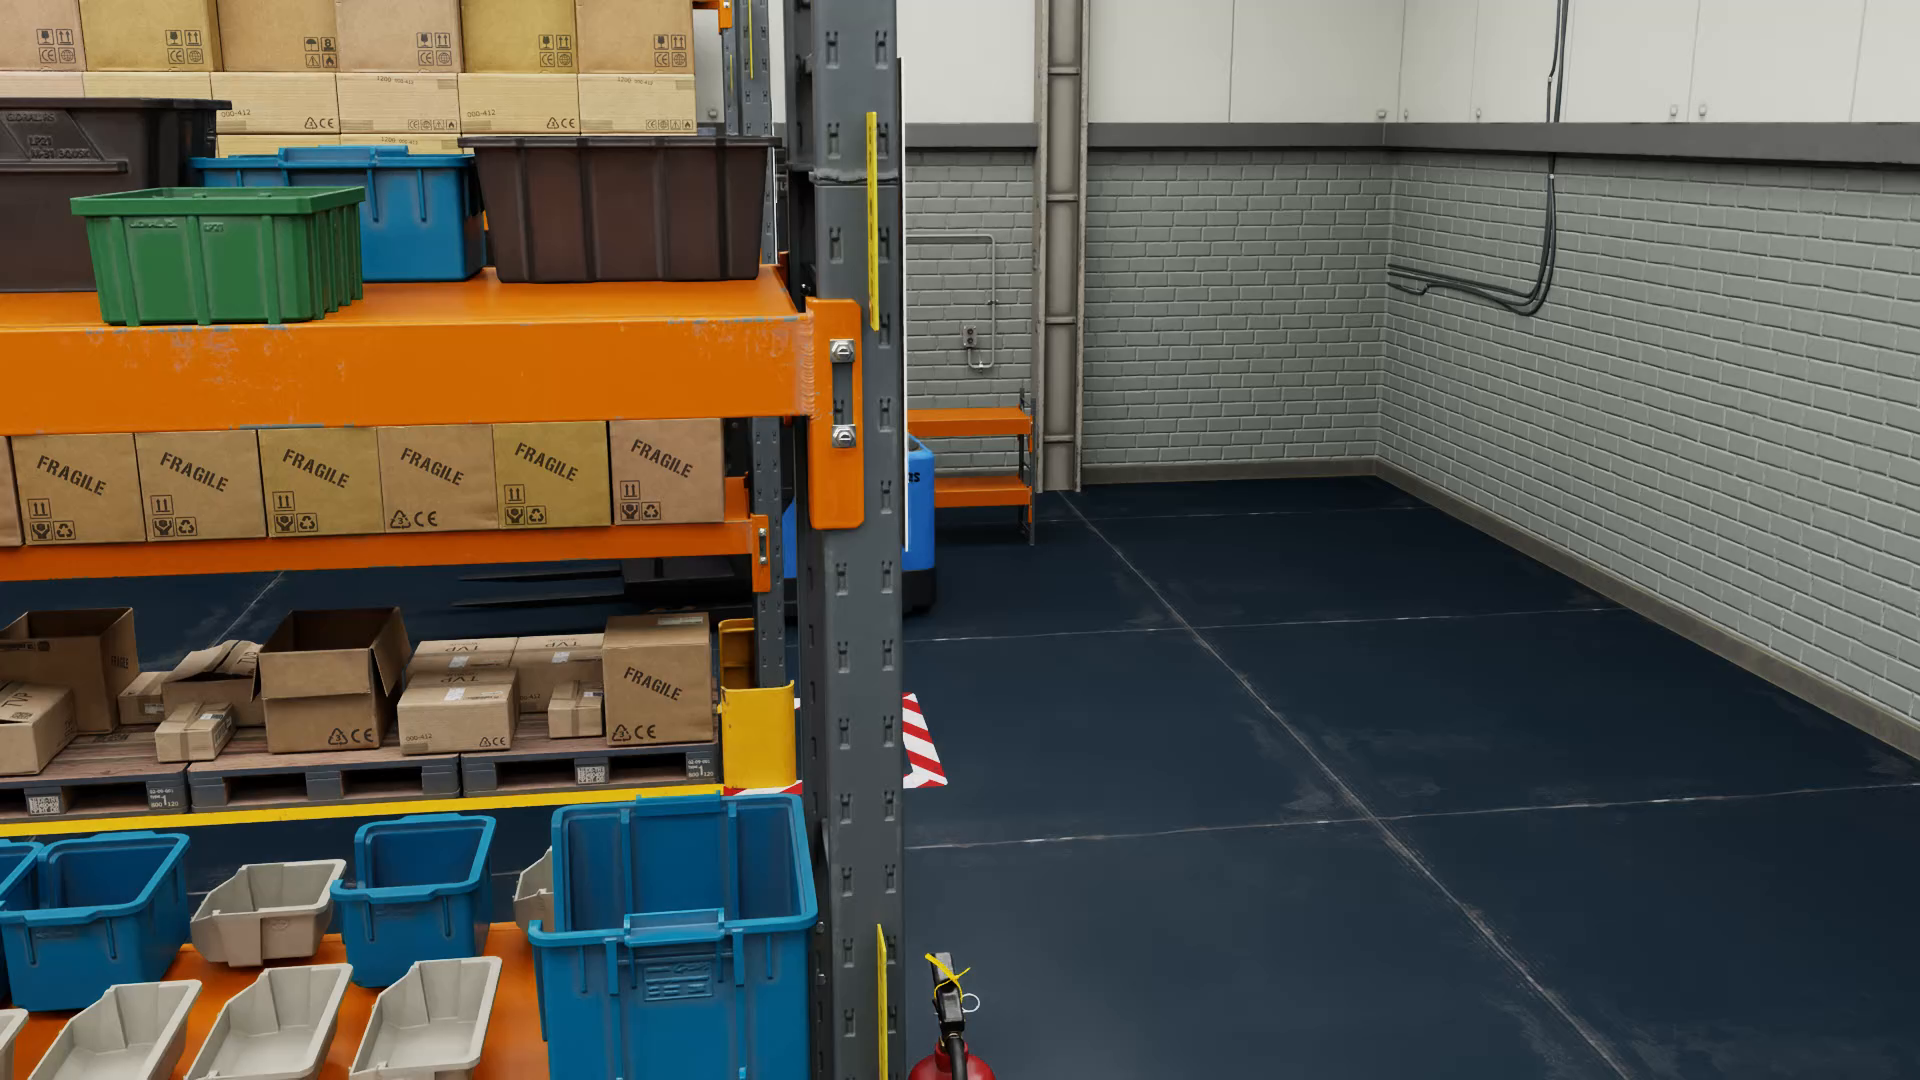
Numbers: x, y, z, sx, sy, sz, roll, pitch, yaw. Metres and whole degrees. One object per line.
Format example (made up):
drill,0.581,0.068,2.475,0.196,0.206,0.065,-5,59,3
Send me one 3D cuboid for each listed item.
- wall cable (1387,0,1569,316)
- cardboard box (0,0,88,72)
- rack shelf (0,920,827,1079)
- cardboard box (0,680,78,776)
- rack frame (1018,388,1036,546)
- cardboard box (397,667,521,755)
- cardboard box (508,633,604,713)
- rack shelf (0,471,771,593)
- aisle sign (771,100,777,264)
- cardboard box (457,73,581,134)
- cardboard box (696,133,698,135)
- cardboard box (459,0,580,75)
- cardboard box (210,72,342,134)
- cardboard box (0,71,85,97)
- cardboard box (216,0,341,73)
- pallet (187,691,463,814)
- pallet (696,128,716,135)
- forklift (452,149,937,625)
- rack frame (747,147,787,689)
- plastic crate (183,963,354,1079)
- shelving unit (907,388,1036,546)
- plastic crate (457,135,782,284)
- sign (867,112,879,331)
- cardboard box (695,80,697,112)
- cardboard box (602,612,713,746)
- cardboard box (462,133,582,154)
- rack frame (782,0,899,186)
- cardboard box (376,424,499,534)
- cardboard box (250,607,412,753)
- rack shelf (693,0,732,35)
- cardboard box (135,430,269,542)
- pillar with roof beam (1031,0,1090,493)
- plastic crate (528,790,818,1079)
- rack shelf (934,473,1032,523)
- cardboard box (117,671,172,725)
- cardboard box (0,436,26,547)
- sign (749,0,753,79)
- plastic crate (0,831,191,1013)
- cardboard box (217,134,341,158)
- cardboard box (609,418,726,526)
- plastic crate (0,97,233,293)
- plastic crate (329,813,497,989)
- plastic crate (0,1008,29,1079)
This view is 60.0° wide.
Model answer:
wall cable,3.938,-3.122,13.055,0.112,2.526,3.097,-2,14,-8
cardboard box,-3.931,-2.262,7.148,0.500,0.500,0.700,-2,14,-8
rack shelf,-2.210,1.205,3.229,4.000,0.370,1.077,-2,14,-8
cardboard box,-4.474,0.865,7.730,0.500,0.311,0.500,-2,14,-8
rack frame,0.509,-0.564,12.659,0.032,1.125,0.500,-2,14,-8
cardboard box,-2.411,0.819,8.039,0.500,0.250,0.500,-2,14,-8
cardboard box,-2.041,0.682,8.584,0.500,0.250,0.500,-2,14,-8
rack shelf,-2.944,0.014,7.980,4.000,0.370,1.077,-2,14,-8
aisle sign,-0.853,-1.598,7.581,0.004,0.787,0.394,-2,14,-8
cardboard box,-1.931,-1.934,7.383,0.500,0.250,0.500,-2,14,-8
cardboard box,-1.512,-1.833,8.005,0.500,0.250,0.500,-2,14,-8
cardboard box,-1.979,-2.376,7.602,0.500,0.500,0.700,-2,14,-8
cardboard box,-2.919,-1.897,7.236,0.500,0.250,0.500,-2,14,-8
cardboard box,-3.910,-1.864,7.102,0.500,0.250,0.500,-2,14,-8
cardboard box,-2.966,-2.336,7.444,0.500,0.500,0.700,-2,14,-8
pallet,-3.033,1.020,8.221,1.213,0.211,1.003,-2,14,-8
pallet,-2.440,-2.982,12.461,1.213,0.211,1.003,-2,14,-8
forklift,-1.724,-0.971,10.568,3.031,2.935,1.130,-3,14,-13
rack frame,-0.966,-0.408,8.182,0.127,3.000,1.000,-2,14,-8
plastic crate,-1.300,0.963,3.135,0.243,0.136,0.396,-2,14,-8
shelving unit,0.007,-0.546,12.586,1.048,1.125,0.538,-2,14,-8
plastic crate,-0.654,-0.661,3.293,0.590,0.269,0.497,-2,14,-8
sign,-0.134,-0.489,2.553,0.005,0.325,0.100,-2,14,-8
cardboard box,-1.513,-2.076,7.950,0.500,0.250,0.500,-2,14,-8
cardboard box,-1.467,0.670,8.117,0.500,0.500,0.500,-2,14,-8
cardboard box,-1.931,-1.692,7.446,0.500,0.250,0.500,-2,14,-8
rack frame,-0.232,-2.126,2.700,0.127,3.000,1.000,-2,14,-8
cardboard box,-2.375,-0.338,7.698,0.500,0.500,0.500,-2,14,-8
cardboard box,-3.065,0.665,8.130,0.637,0.503,0.797,-2,14,-8
rack shelf,-3.686,-3.894,12.050,4.000,0.370,1.077,-2,14,-8
cardboard box,-3.376,-0.301,7.551,0.500,0.500,0.500,-2,14,-9
pillar with roof beam,1.474,-3.780,9.293,0.400,9.000,9.100,-2,14,-8
plastic crate,-0.535,0.795,3.191,0.499,0.435,0.616,-2,14,-8
rack shelf,0.007,-0.309,12.645,1.000,0.278,0.538,-2,14,-8
cardboard box,-4.039,0.790,8.363,0.250,0.149,0.380,-2,14,-8
cardboard box,-4.377,-0.264,7.404,0.500,0.500,0.500,-2,14,-7
sign,-0.903,-2.158,7.174,0.005,0.325,0.100,-2,14,-8
plastic crate,-1.827,0.813,3.533,0.300,0.233,0.416,-2,14,-8
cardboard box,-2.920,-1.657,7.305,0.500,0.250,0.500,-2,14,-8
cardboard box,-1.369,-0.375,7.844,0.500,0.500,0.500,-2,14,-7
plastic crate,-1.784,-0.652,3.116,0.767,0.338,0.504,-2,14,-8
plastic crate,-1.176,0.790,3.628,0.300,0.233,0.416,-2,14,-8
plastic crate,-1.862,0.994,3.011,0.250,0.136,0.298,-2,14,-8
